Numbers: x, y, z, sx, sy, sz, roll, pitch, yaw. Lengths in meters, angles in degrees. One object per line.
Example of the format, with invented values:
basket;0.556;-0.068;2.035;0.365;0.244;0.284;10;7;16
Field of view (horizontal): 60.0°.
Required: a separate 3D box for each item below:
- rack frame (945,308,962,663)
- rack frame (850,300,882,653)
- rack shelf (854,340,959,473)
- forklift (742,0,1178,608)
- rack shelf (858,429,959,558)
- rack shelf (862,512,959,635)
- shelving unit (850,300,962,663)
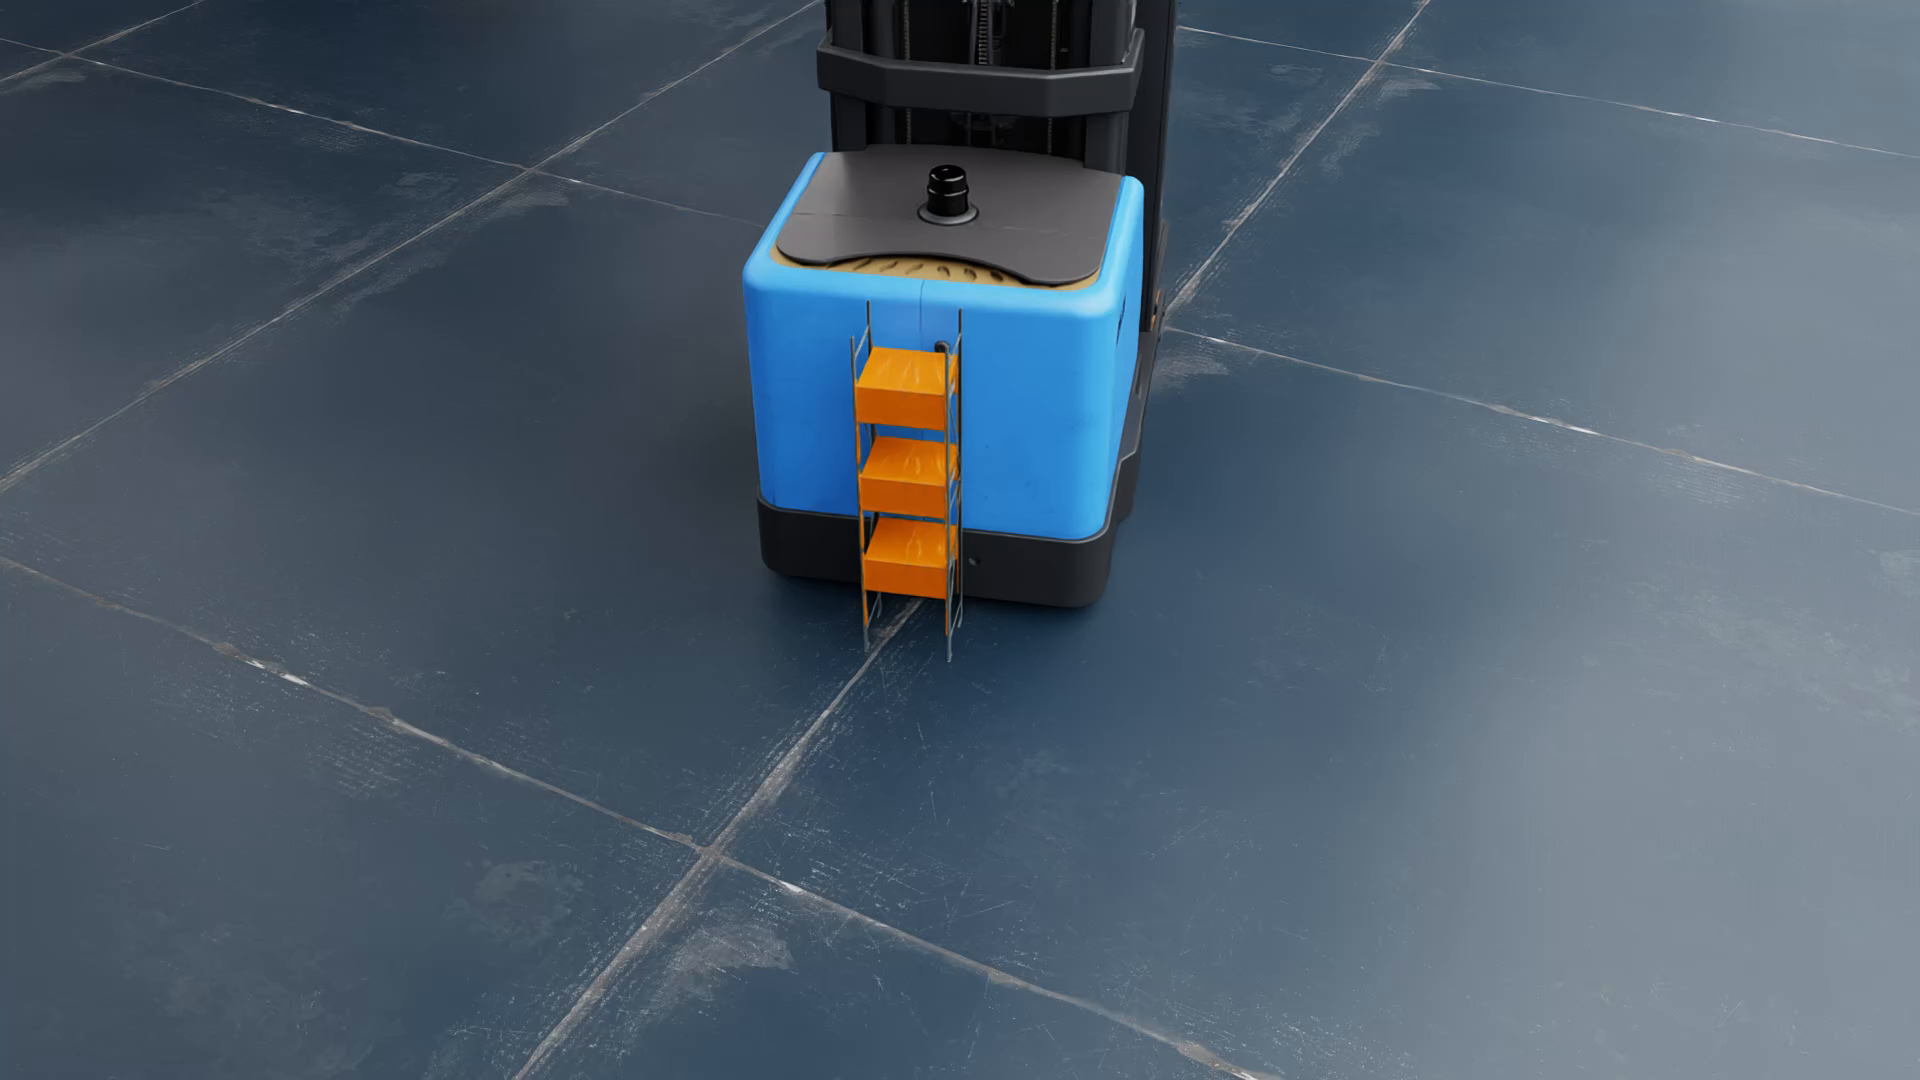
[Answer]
rack frame;-0.015;-0.123;4.543;0.008;1.050;0.200;6;38;8
rack frame;-0.255;-0.150;4.579;0.008;1.050;0.200;6;38;8
rack shelf;-0.135;-0.354;4.396;0.240;0.259;0.215;6;38;8
forklift;0.169;-1.859;5.275;1.130;2.935;3.031;6;38;8
rack shelf;-0.135;-0.128;4.567;0.240;0.259;0.215;6;38;8
rack shelf;-0.135;0.094;4.736;0.240;0.259;0.215;6;38;8
shelving unit;-0.135;-0.136;4.561;0.252;1.050;0.215;6;38;8
